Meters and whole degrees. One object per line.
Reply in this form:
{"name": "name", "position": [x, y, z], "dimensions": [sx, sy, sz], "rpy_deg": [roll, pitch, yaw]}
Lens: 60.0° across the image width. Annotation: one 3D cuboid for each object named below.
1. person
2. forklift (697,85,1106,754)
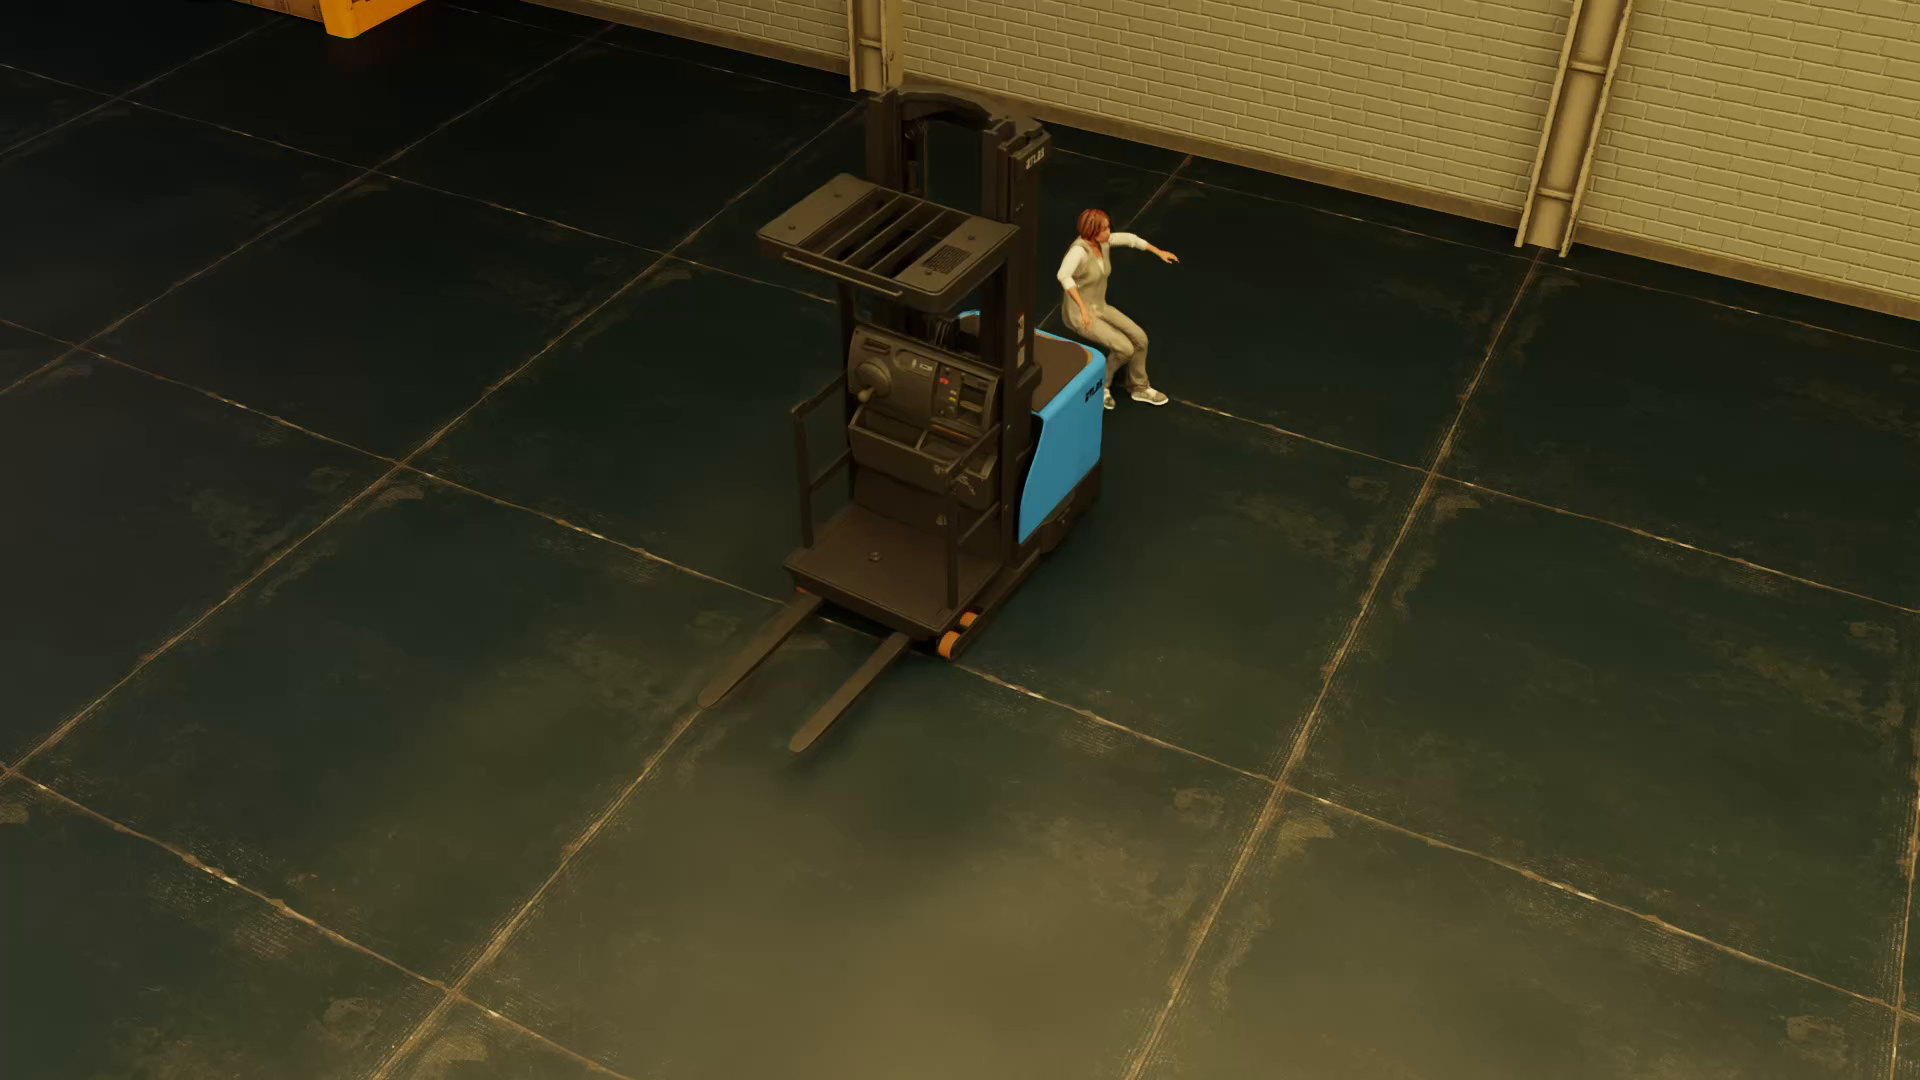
{"name": "person", "position": [1.020, -1.476, 10.942], "dimensions": [0.733, 1.362, 0.938], "rpy_deg": [19, 44, 21]}
{"name": "forklift", "position": [-0.320, -0.786, 8.919], "dimensions": [1.130, 2.935, 3.031], "rpy_deg": [22, 45, 24]}
